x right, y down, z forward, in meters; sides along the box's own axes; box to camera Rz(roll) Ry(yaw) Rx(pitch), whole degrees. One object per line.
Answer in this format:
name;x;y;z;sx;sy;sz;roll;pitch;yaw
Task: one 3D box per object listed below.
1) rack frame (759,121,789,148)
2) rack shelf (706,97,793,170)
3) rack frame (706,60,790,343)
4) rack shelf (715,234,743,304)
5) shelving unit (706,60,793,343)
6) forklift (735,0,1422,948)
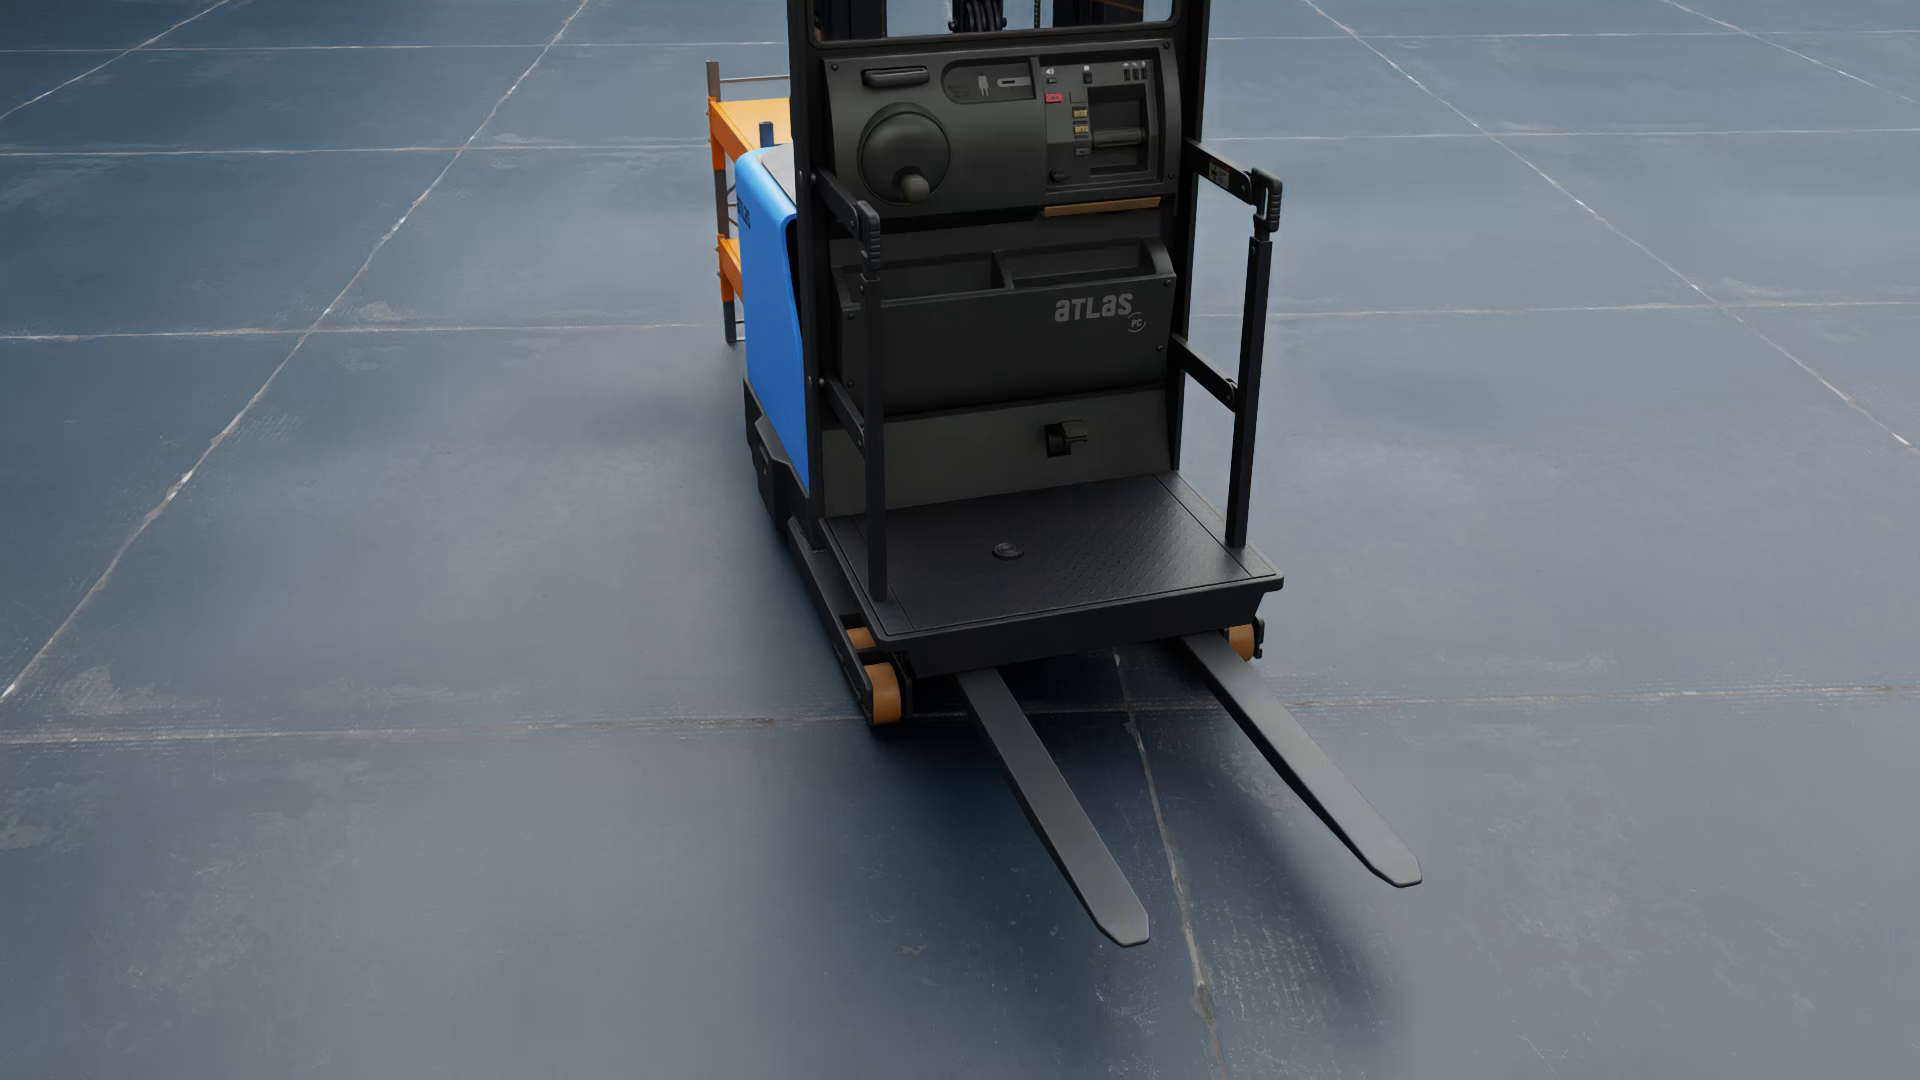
rack frame;-0.416;-0.898;5.756;0.500;1.125;0.032;-8;29;-15
rack shelf;-0.568;-1.382;6.051;0.538;0.278;1.000;-8;29;-15
rack frame;-0.720;-1.347;6.616;0.500;1.125;0.032;-8;29;-15
rack shelf;-0.568;-0.906;6.299;0.538;0.278;1.000;-8;29;-15
shelving unit;-0.568;-1.123;6.186;0.538;1.125;1.048;-8;29;-15
forklift;0.186;-1.022;4.041;1.130;2.935;3.031;-8;29;-15
